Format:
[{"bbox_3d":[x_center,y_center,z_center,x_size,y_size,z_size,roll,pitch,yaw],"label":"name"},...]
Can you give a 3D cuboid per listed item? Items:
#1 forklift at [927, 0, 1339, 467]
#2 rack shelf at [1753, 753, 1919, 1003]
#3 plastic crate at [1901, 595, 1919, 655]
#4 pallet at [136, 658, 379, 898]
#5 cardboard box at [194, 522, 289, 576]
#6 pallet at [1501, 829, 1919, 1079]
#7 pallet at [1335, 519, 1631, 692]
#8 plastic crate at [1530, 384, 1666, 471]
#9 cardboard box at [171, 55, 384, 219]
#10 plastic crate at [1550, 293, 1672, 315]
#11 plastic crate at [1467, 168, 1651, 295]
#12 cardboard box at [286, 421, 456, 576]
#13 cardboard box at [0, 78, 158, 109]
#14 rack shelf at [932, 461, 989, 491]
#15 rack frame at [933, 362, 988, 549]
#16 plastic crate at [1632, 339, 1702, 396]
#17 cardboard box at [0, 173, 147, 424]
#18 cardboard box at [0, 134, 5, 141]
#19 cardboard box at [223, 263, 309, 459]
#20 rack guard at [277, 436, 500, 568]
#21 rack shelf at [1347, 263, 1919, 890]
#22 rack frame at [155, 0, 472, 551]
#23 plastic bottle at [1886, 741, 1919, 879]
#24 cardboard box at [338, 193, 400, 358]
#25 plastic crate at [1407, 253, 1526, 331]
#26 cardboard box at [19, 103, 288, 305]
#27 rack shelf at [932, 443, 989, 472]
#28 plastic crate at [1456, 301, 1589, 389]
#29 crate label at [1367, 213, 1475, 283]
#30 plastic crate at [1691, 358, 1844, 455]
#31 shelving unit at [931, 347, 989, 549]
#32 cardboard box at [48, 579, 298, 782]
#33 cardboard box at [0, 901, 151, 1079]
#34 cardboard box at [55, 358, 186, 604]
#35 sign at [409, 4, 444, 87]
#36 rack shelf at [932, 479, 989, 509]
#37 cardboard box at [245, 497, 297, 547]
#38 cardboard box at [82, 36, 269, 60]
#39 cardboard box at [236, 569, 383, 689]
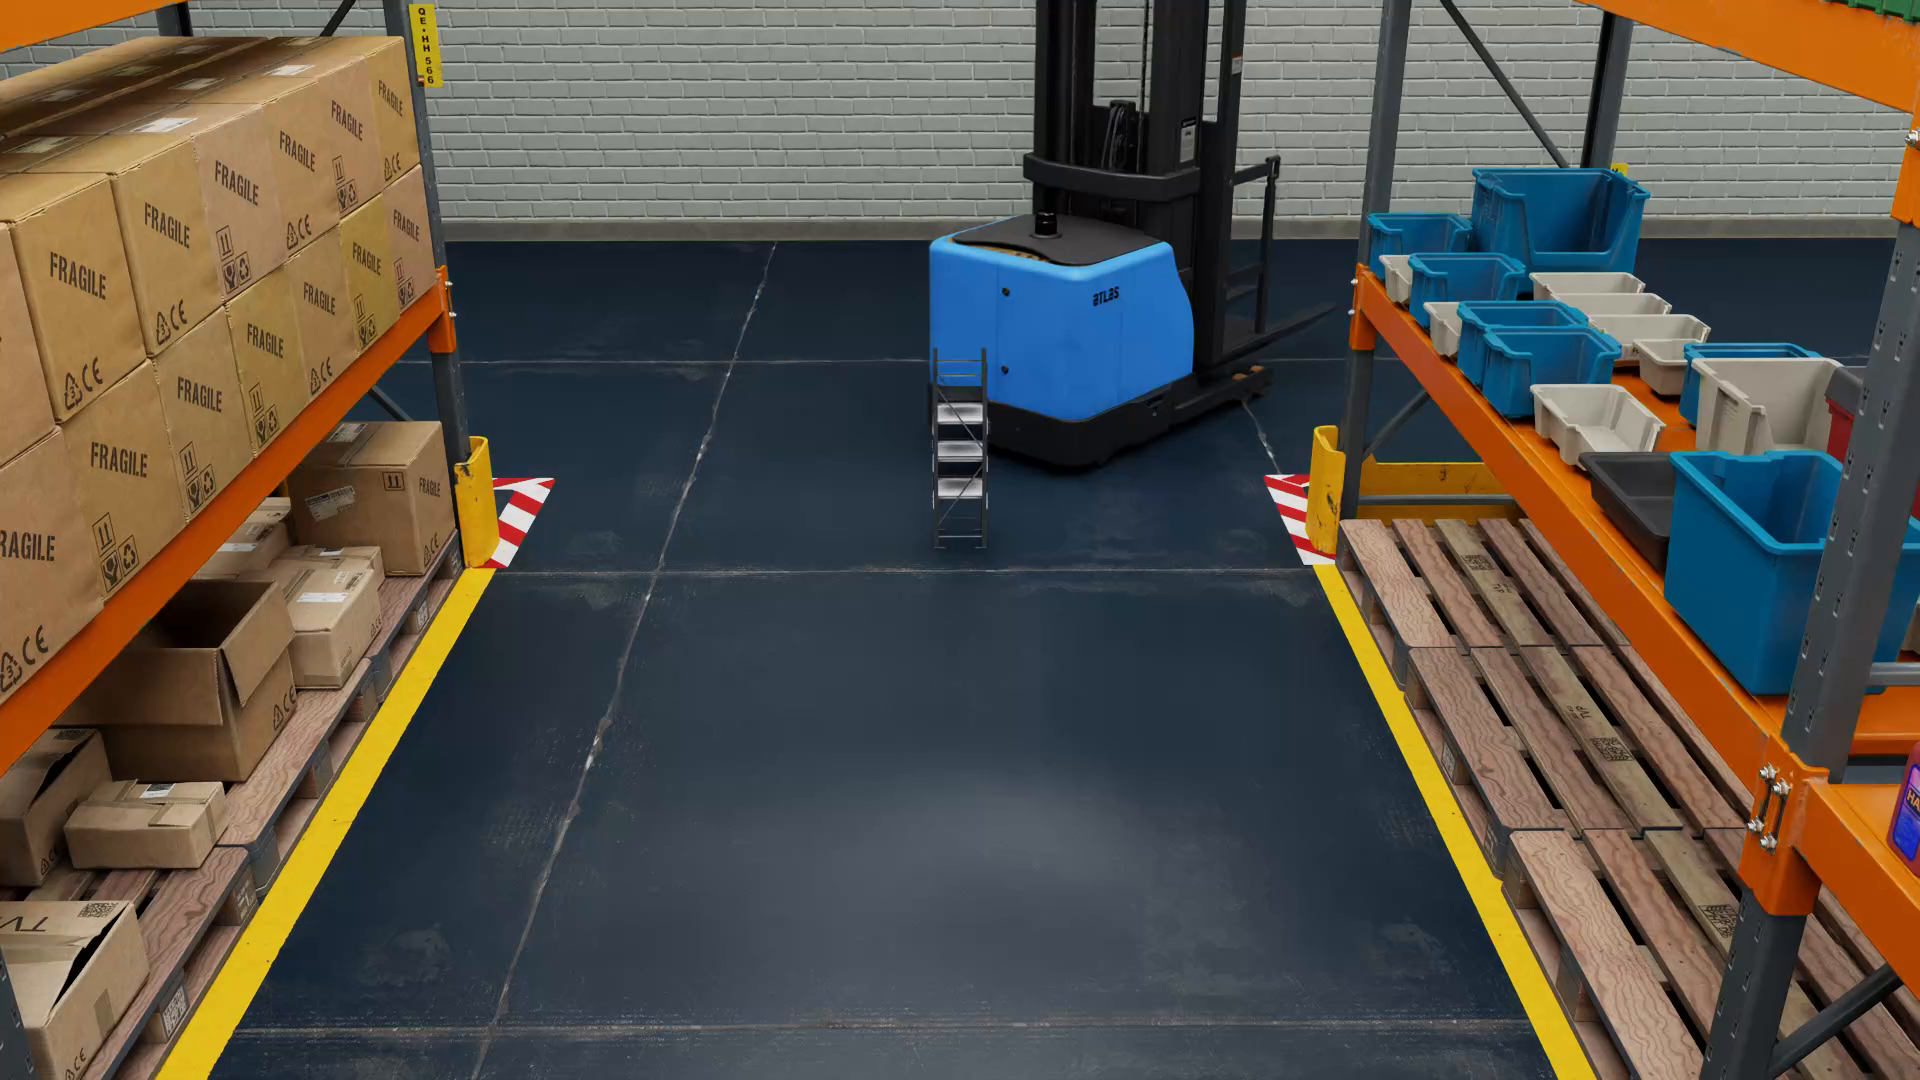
[{"bbox_3d":[1.162,-2.237,9.139,1.130,2.935,3.031,19,31,36],"label":"forklift"},{"bbox_3d":[2.295,1.438,1.804,1.077,0.370,4.000,0,24,-1],"label":"rack shelf"},{"bbox_3d":[2.411,0.186,3.945,0.396,0.136,0.243,0,24,-1],"label":"plastic crate"},{"bbox_3d":[-2.703,0.790,5.746,1.003,0.211,1.213,0,24,-1],"label":"pallet"},{"bbox_3d":[-2.996,0.142,6.598,0.500,0.250,0.500,0,24,-1],"label":"cardboard box"},{"bbox_3d":[2.226,1.254,4.722,1.003,0.211,1.213,0,24,-1],"label":"pallet"},{"bbox_3d":[2.200,0.248,6.945,1.003,0.211,1.213,0,24,-1],"label":"pallet"},{"bbox_3d":[1.953,-0.337,5.103,0.293,0.136,0.466,0,24,-1],"label":"plastic crate"},{"bbox_3d":[-2.438,-1.452,5.986,0.500,0.500,0.500,0,24,1],"label":"cardboard box"},{"bbox_3d":[2.408,-0.815,6.159,0.396,0.136,0.243,0,24,-1],"label":"plastic crate"},{"bbox_3d":[2.420,-1.269,6.799,0.616,0.435,0.499,0,24,-1],"label":"plastic crate"},{"bbox_3d":[-2.471,-0.180,7.008,0.500,0.500,0.500,0,24,-1],"label":"cardboard box"},{"bbox_3d":[-2.969,-1.237,5.510,0.500,0.500,0.500,0,24,0],"label":"cardboard box"},{"bbox_3d":[0.000,-0.301,7.623,0.258,0.077,0.200,0,24,-1],"label":"rack shelf"},{"bbox_3d":[0.001,-0.371,7.479,0.240,0.900,0.006,0,24,-1],"label":"rack frame"},{"bbox_3d":[2.457,-0.578,5.636,0.298,0.136,0.250,0,24,-1],"label":"plastic crate"},{"bbox_3d":[-2.410,-0.602,4.107,0.500,0.500,0.500,-1,24,-2],"label":"cardboard box"},{"bbox_3d":[-2.958,-0.820,4.589,0.500,0.500,0.500,0,24,0],"label":"cardboard box"},{"bbox_3d":[-2.432,-0.577,5.264,0.500,0.500,0.500,-1,24,-1],"label":"cardboard box"},{"bbox_3d":[-2.723,-0.171,7.522,1.175,0.500,0.348,0,24,-1],"label":"rack guard"},{"bbox_3d":[2.251,-0.210,5.448,1.077,0.370,4.000,0,24,-1],"label":"rack shelf"},{"bbox_3d":[-2.724,-1.342,7.076,1.000,3.000,0.127,0,24,-1],"label":"rack frame"},{"bbox_3d":[1.850,0.492,3.163,0.061,0.283,0.133,0,24,-1],"label":"plastic bottle"},{"bbox_3d":[-2.437,-0.990,6.178,0.500,0.500,0.500,0,24,0],"label":"cardboard box"},{"bbox_3d":[1.910,-0.939,6.316,0.416,0.233,0.300,0,24,-1],"label":"plastic crate"},{"bbox_3d":[-2.422,-1.027,5.046,0.500,0.500,0.500,0,24,1],"label":"cardboard box"},{"bbox_3d":[0.000,-0.383,7.586,0.258,0.077,0.200,0,24,-1],"label":"rack shelf"},{"bbox_3d":[1.917,-0.668,5.716,0.416,0.233,0.300,0,24,-1],"label":"plastic crate"},{"bbox_3d":[1.903,-1.210,6.916,0.416,0.233,0.303,0,24,-1],"label":"crate label"},{"bbox_3d":[2.441,-0.317,4.883,0.437,0.282,0.530,0,24,-1],"label":"plastic crate"},{"bbox_3d":[0.000,-0.413,7.572,0.258,0.900,0.210,0,24,-1],"label":"shelving unit"},{"bbox_3d":[-2.706,0.470,5.567,0.797,0.503,0.637,0,24,-1],"label":"cardboard box"},{"bbox_3d":[-2.468,1.157,4.280,0.500,0.311,0.500,0,24,-1],"label":"cardboard box"},{"bbox_3d":[-2.422,-0.161,4.345,0.500,0.500,0.500,0,24,0],"label":"cardboard box"},{"bbox_3d":[-2.169,-2.007,6.760,0.100,0.325,0.005,0,24,-1],"label":"sign"},{"bbox_3d":[0.000,-0.219,7.660,0.258,0.077,0.200,0,24,-1],"label":"rack shelf"},{"bbox_3d":[-3.063,-0.069,7.188,0.380,0.149,0.250,0,24,-1],"label":"cardboard box"},{"bbox_3d":[-2.983,-1.659,6.443,0.500,0.500,0.500,0,24,1],"label":"cardboard box"},{"bbox_3d":[-2.491,0.325,6.193,0.500,0.250,0.500,0,24,-1],"label":"cardboard box"}]
